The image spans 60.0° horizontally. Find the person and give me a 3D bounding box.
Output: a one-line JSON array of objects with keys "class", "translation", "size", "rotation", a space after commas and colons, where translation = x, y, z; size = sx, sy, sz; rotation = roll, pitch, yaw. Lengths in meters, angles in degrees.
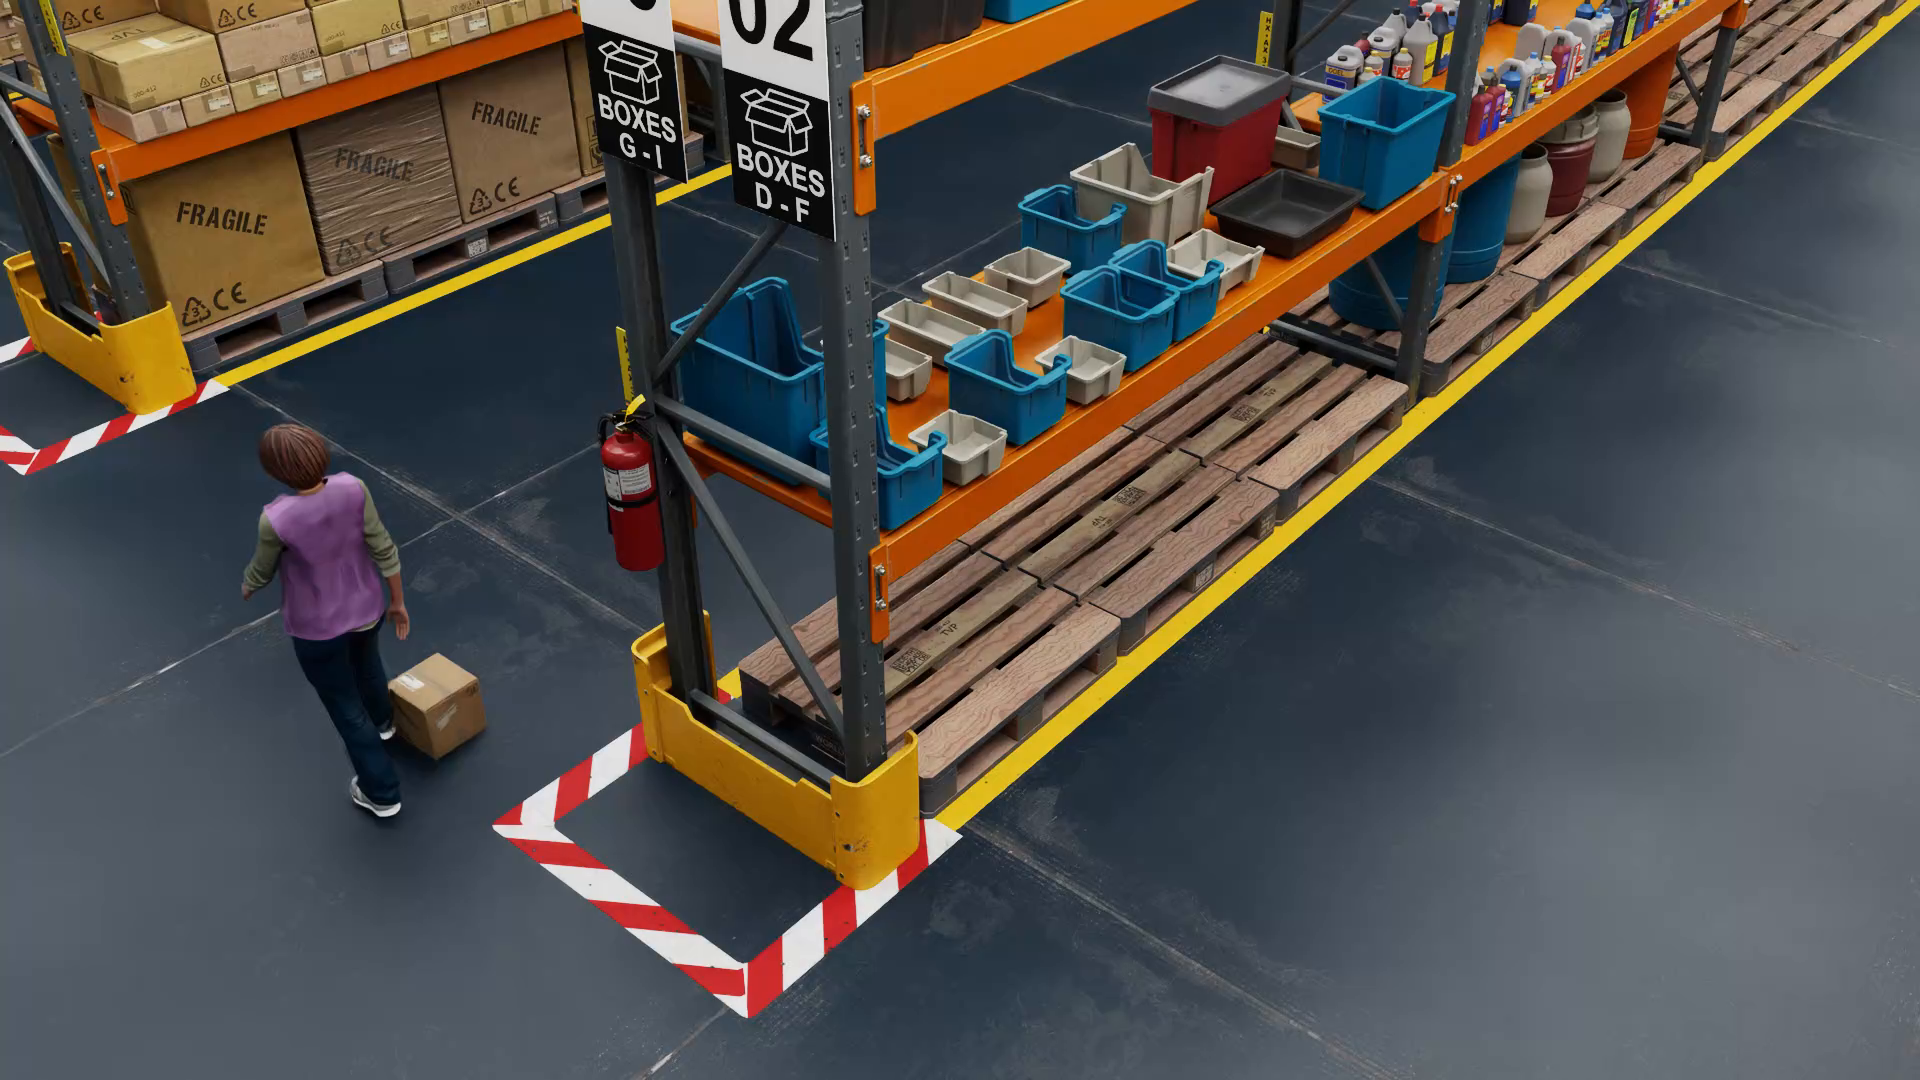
[{"class": "person", "translation": [-2.233, 0.232, 5.822], "size": [0.646, 1.590, 0.436], "rotation": [28, 44, 33]}]
